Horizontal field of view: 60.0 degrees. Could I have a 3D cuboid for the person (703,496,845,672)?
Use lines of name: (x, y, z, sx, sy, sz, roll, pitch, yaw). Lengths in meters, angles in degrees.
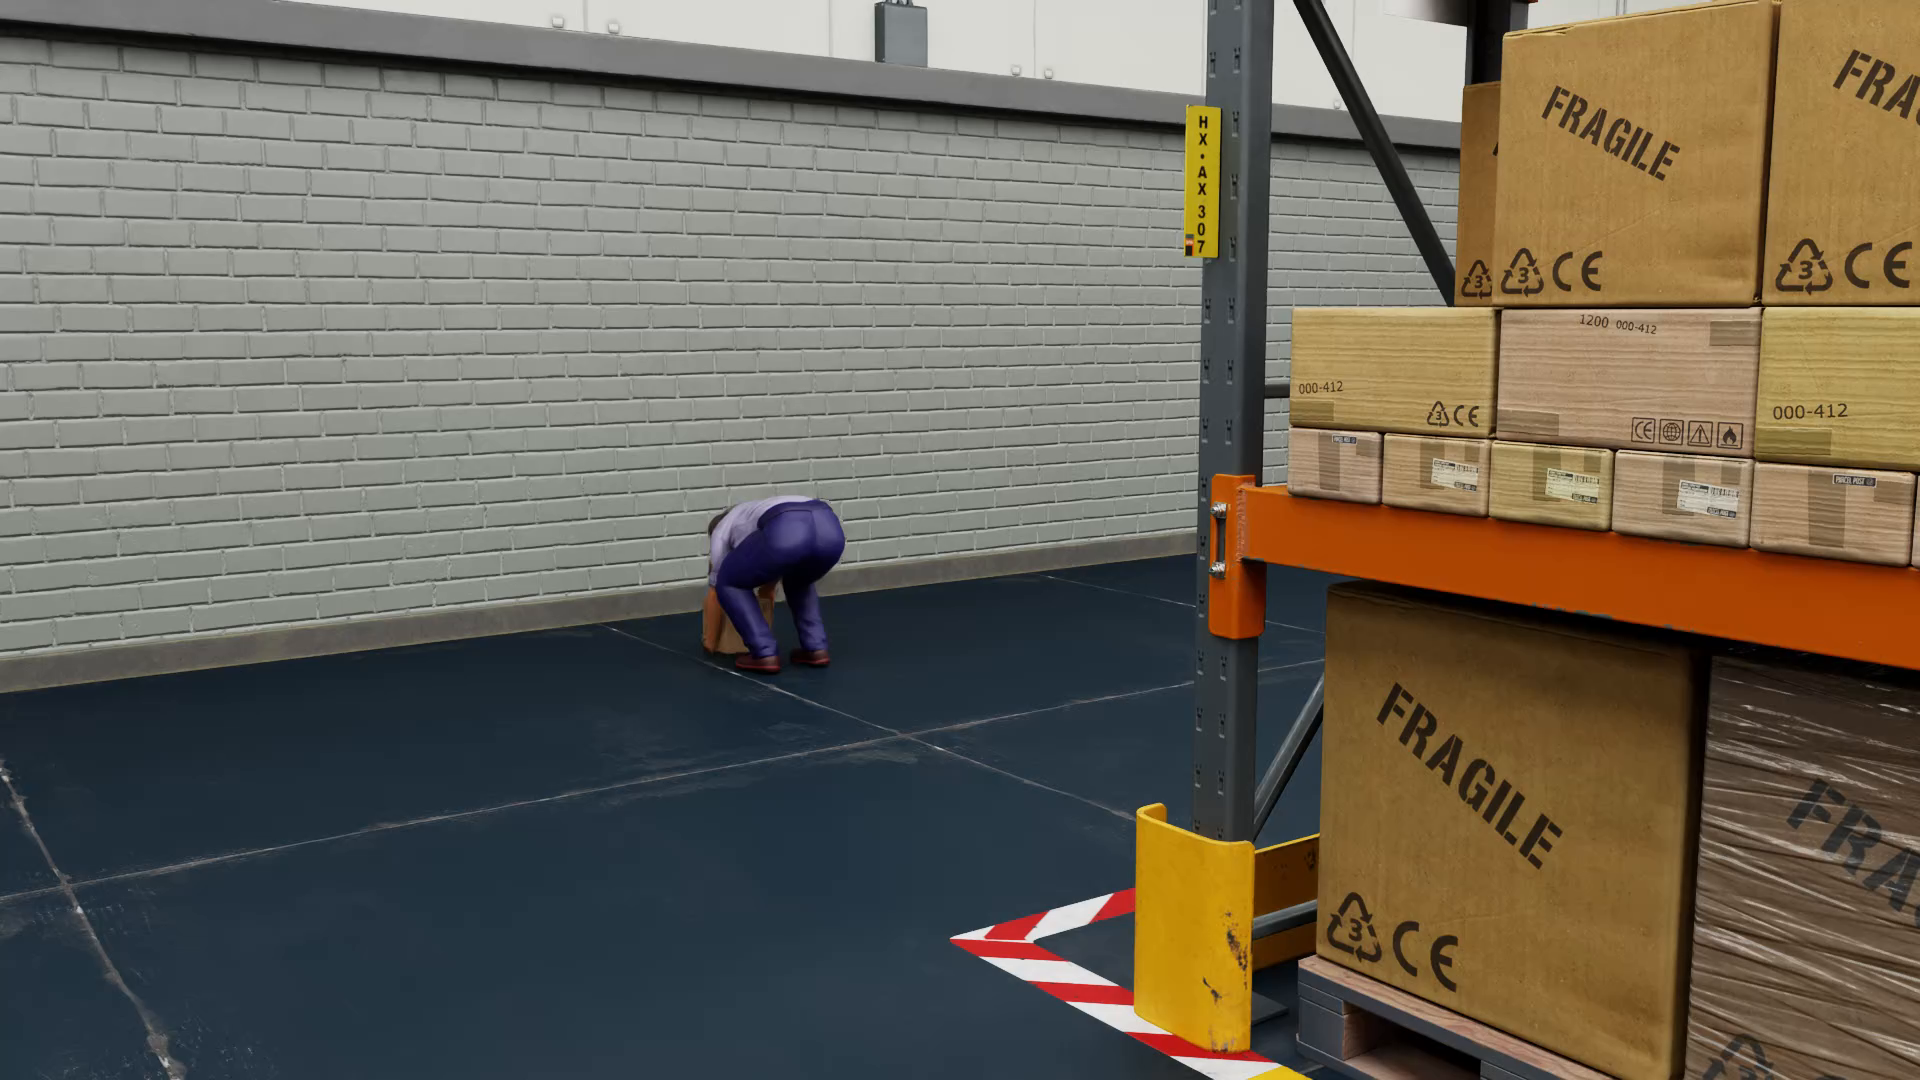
person: (-0.931, 0.186, 8.038, 0.502, 0.830, 0.900, -6, 10, -38)
